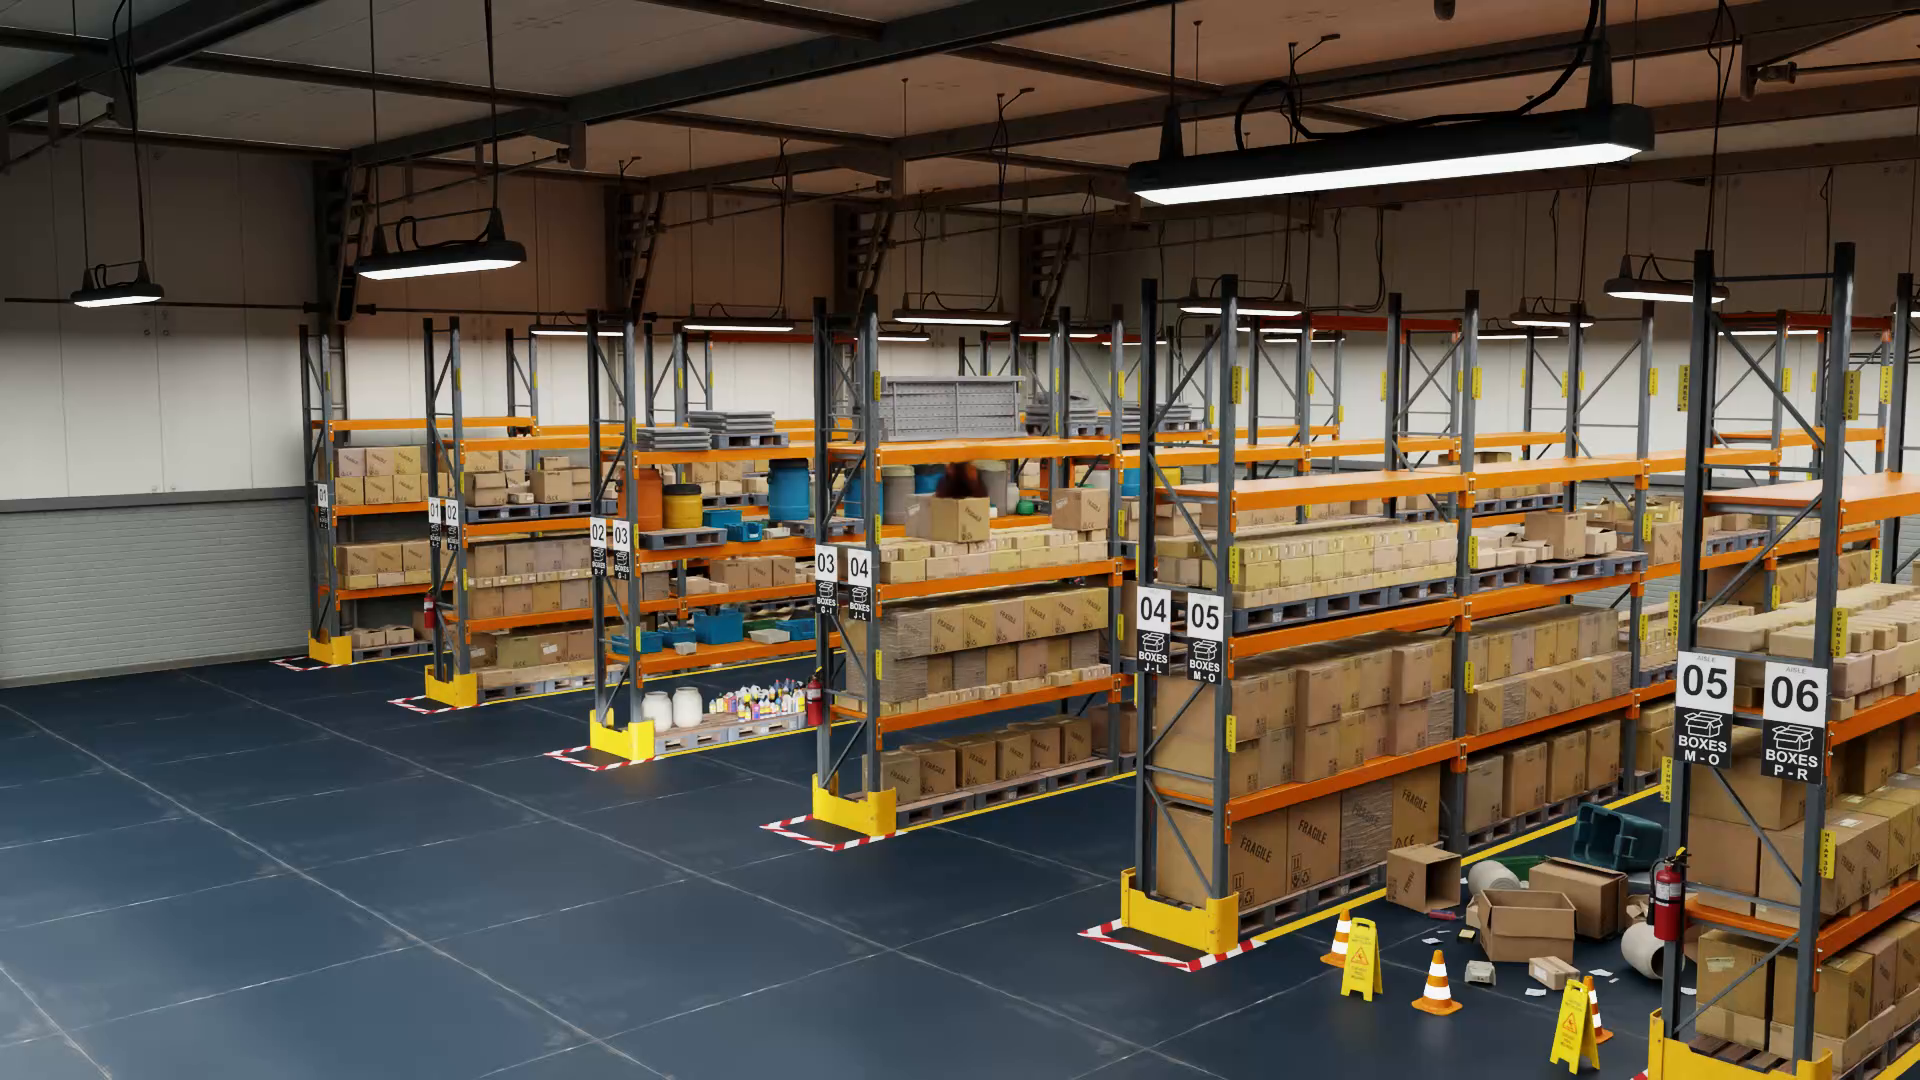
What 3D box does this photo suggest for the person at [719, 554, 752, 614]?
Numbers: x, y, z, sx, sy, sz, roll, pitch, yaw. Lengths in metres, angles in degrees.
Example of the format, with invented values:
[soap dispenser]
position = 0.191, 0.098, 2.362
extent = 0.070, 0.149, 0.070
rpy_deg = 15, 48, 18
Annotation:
[person]
position = -4.477, 0.973, 32.872
extent = 0.726, 1.727, 1.128
rpy_deg = 5, 7, 39
